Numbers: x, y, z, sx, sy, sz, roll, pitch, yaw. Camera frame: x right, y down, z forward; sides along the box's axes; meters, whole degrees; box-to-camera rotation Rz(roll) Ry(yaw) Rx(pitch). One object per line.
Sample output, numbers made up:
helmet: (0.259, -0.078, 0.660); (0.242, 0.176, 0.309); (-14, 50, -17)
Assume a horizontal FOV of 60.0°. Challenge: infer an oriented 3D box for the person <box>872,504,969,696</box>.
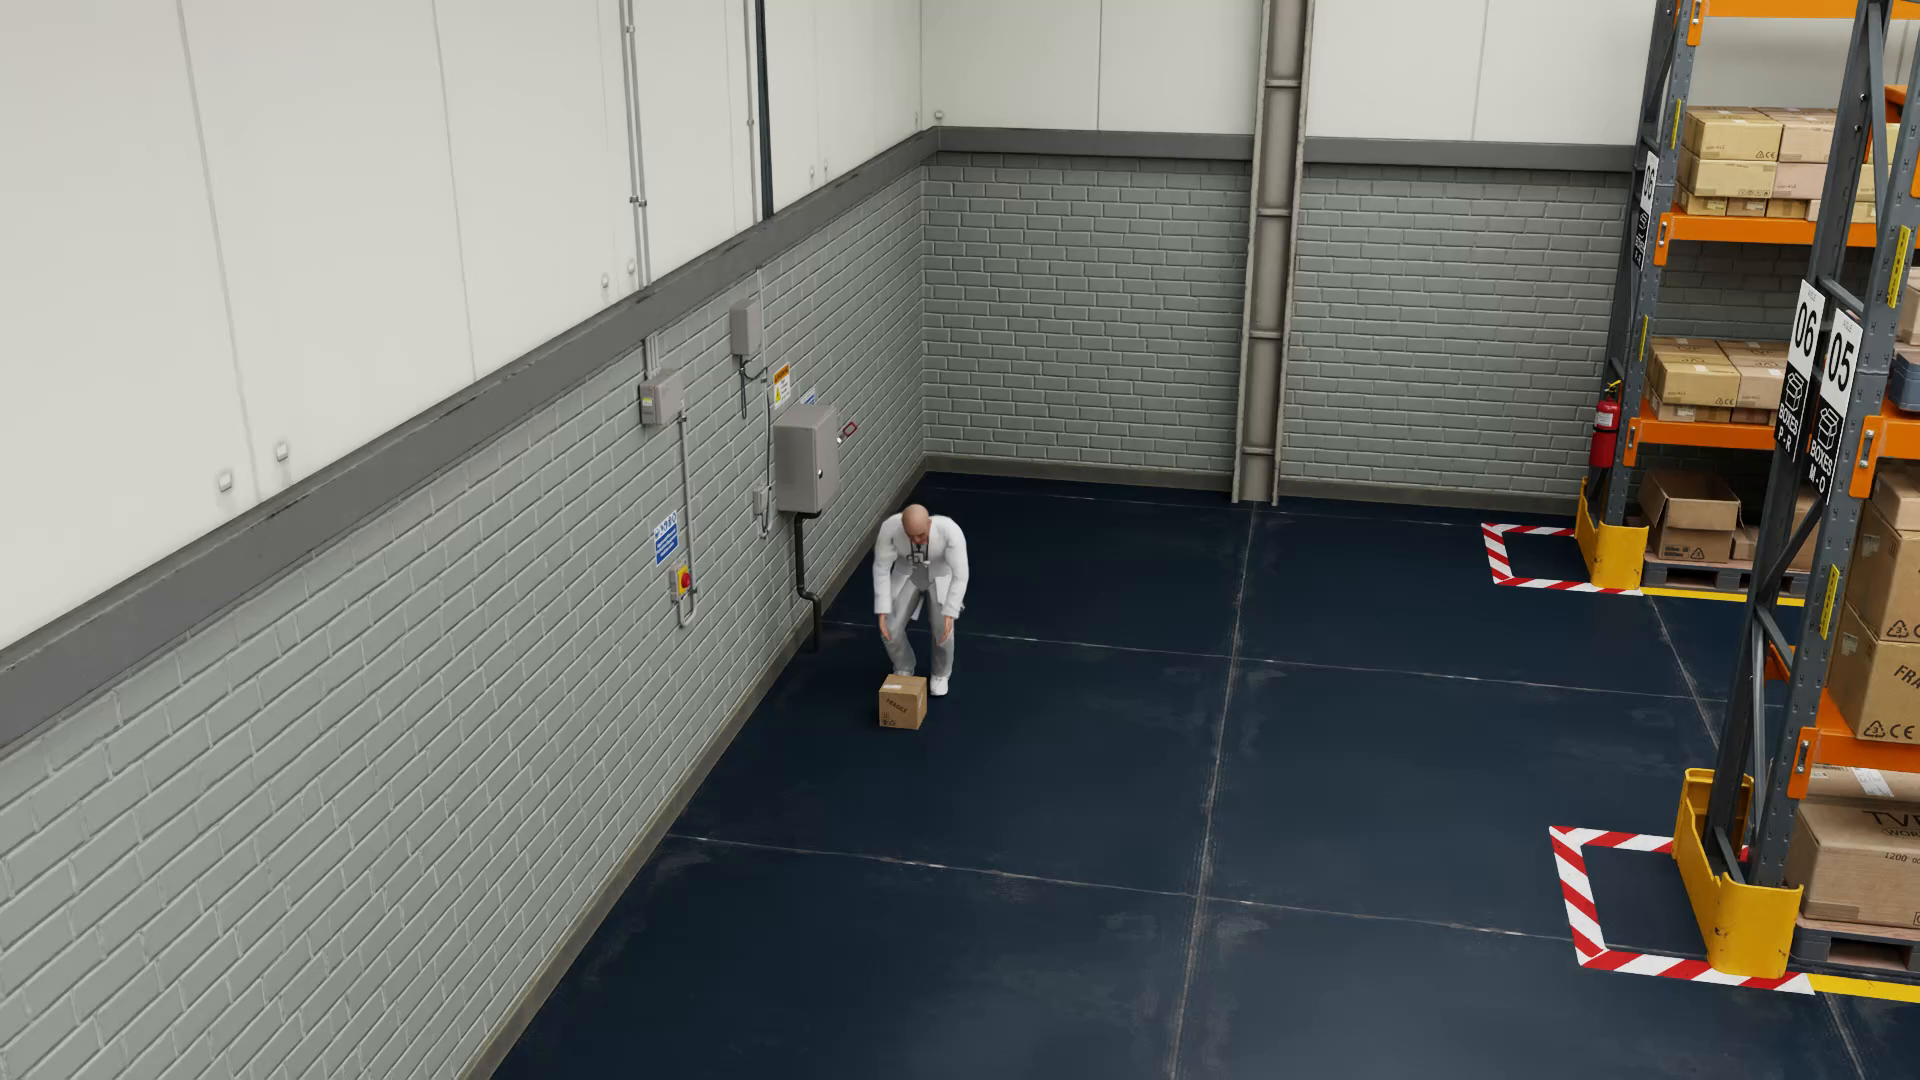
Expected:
person: (-0.234, 0.343, 10.777); (0.633, 1.380, 0.726); (4, 22, 11)
